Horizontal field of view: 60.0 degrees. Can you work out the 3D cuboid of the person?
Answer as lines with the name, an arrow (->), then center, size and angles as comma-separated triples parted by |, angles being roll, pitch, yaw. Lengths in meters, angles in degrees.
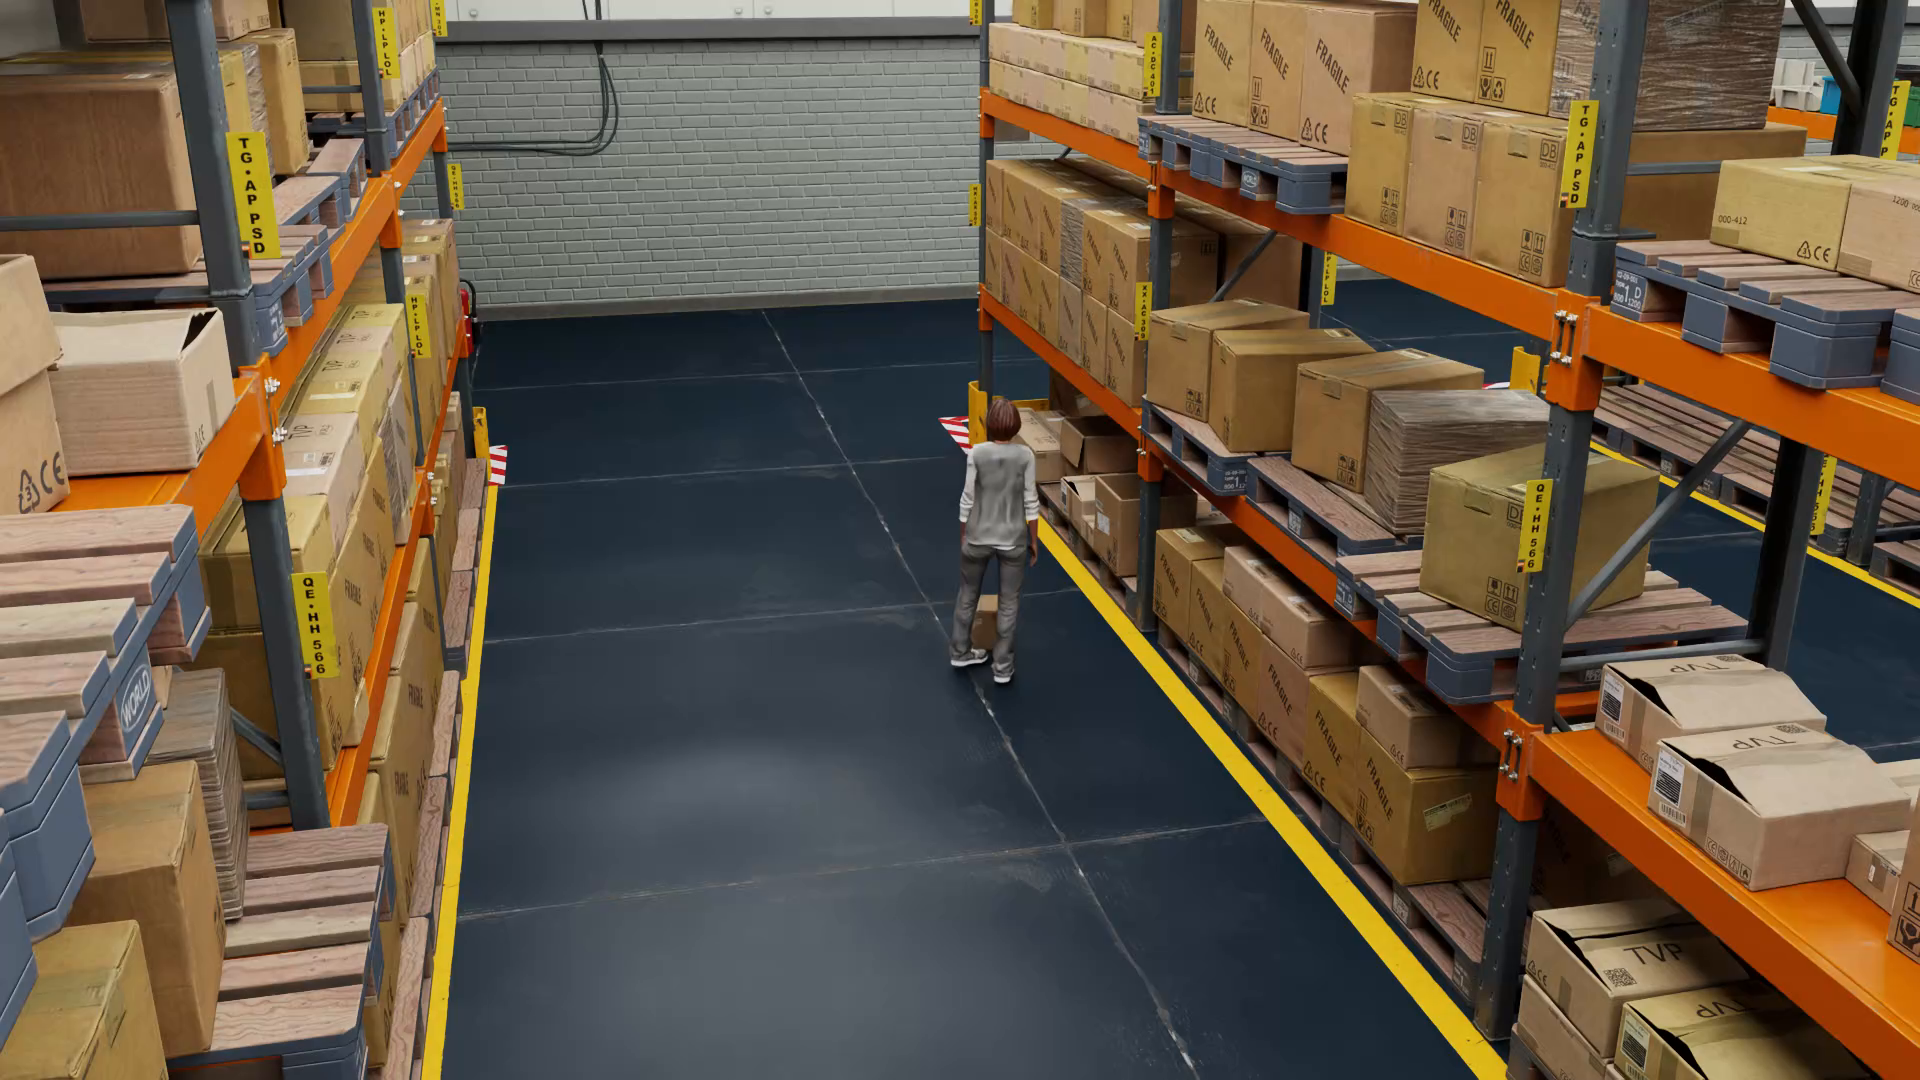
person -> 0.184, -0.002, 9.061 | 0.490, 1.608, 0.425 | 0, 20, 1
